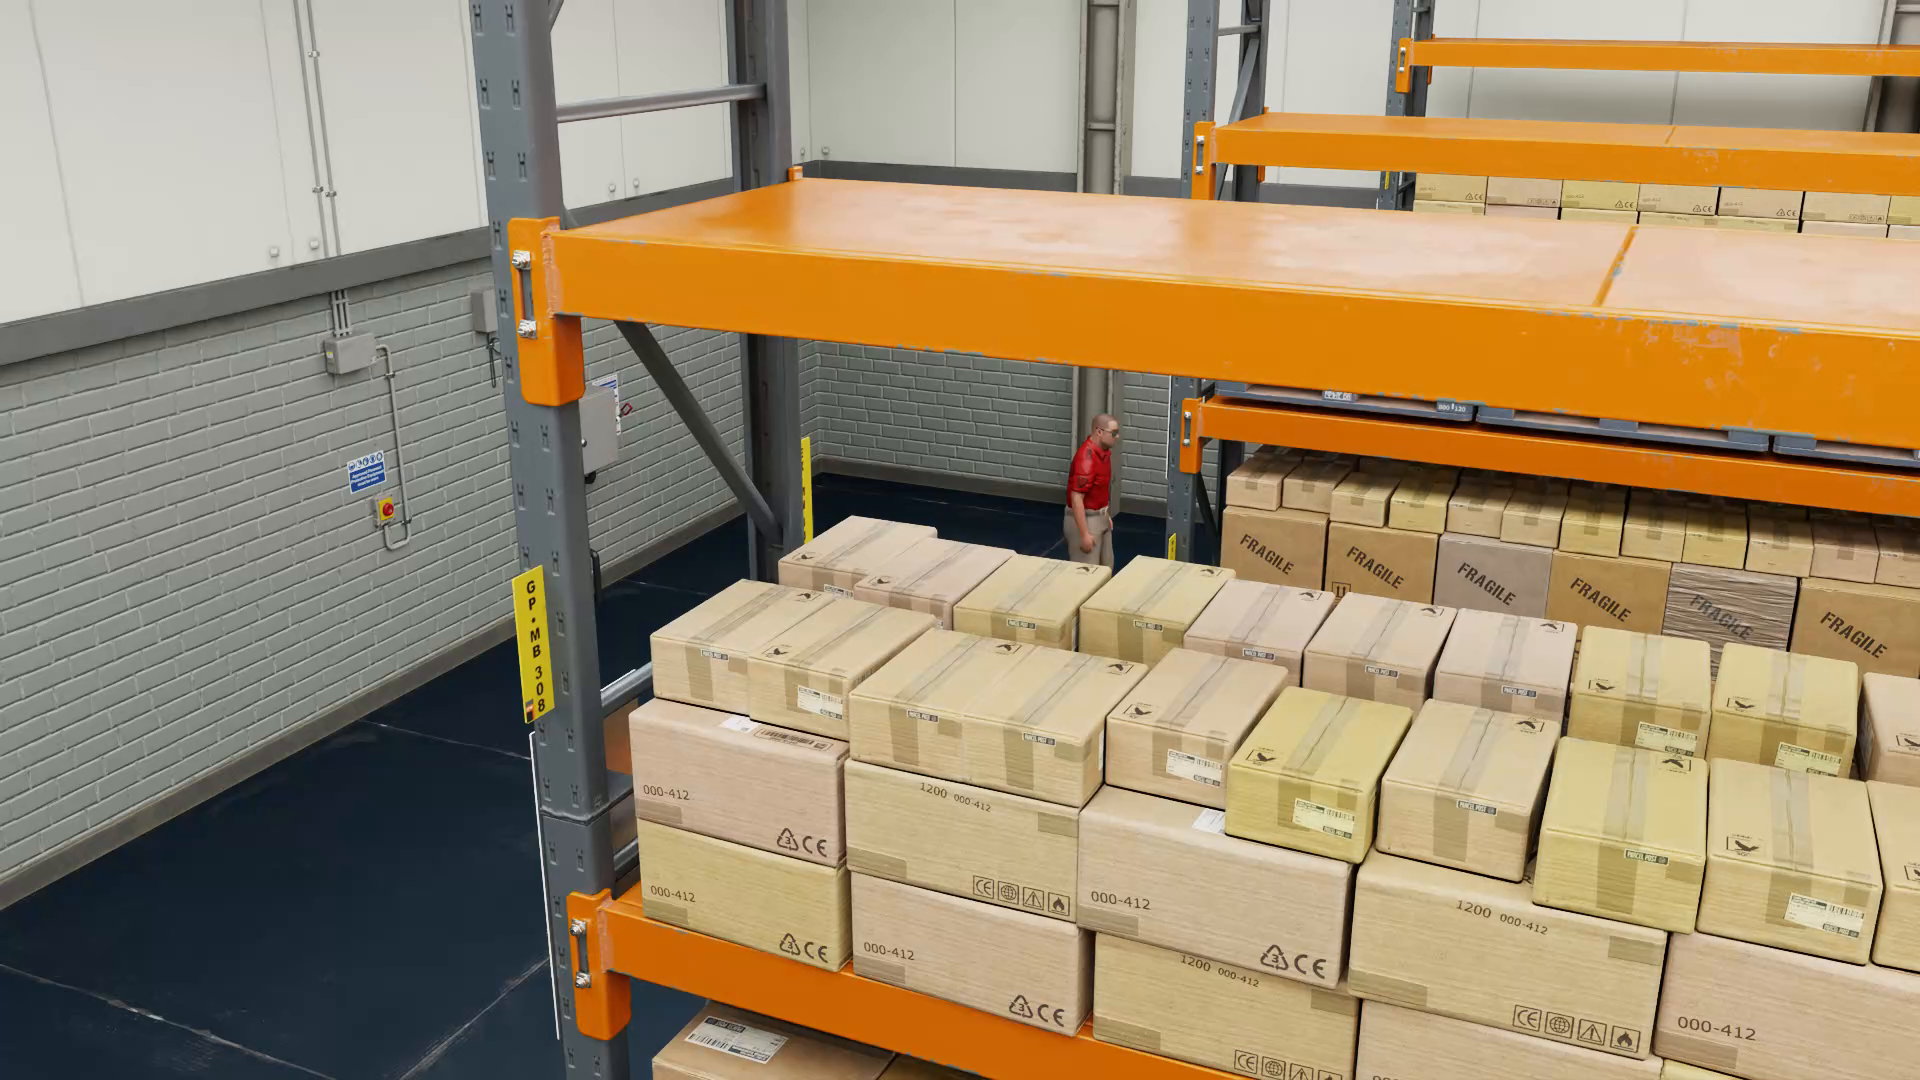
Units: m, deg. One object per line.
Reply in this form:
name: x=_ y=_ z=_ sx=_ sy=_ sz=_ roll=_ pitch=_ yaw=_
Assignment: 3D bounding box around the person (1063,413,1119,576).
person: x=1.003 y=-0.103 z=12.385 sx=0.425 sy=1.727 sz=0.596 roll=8 pitch=20 yaw=21
